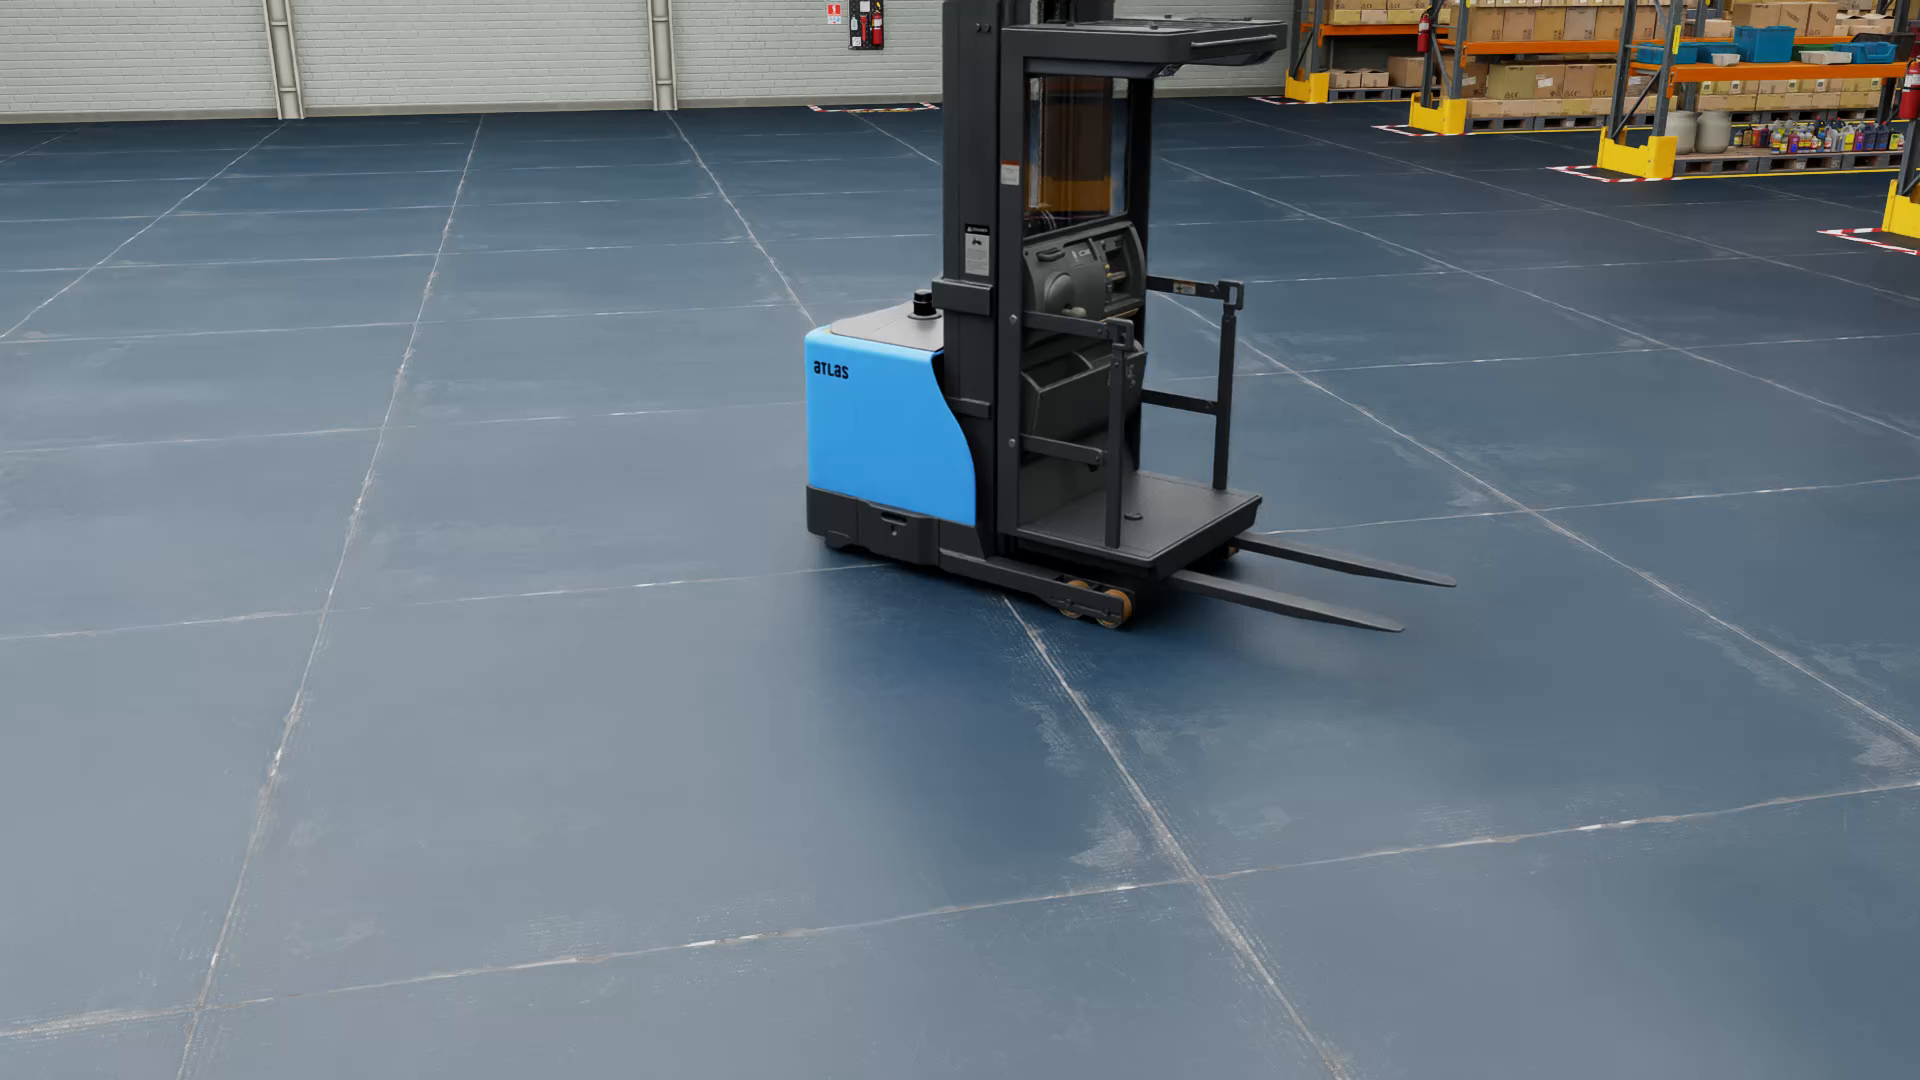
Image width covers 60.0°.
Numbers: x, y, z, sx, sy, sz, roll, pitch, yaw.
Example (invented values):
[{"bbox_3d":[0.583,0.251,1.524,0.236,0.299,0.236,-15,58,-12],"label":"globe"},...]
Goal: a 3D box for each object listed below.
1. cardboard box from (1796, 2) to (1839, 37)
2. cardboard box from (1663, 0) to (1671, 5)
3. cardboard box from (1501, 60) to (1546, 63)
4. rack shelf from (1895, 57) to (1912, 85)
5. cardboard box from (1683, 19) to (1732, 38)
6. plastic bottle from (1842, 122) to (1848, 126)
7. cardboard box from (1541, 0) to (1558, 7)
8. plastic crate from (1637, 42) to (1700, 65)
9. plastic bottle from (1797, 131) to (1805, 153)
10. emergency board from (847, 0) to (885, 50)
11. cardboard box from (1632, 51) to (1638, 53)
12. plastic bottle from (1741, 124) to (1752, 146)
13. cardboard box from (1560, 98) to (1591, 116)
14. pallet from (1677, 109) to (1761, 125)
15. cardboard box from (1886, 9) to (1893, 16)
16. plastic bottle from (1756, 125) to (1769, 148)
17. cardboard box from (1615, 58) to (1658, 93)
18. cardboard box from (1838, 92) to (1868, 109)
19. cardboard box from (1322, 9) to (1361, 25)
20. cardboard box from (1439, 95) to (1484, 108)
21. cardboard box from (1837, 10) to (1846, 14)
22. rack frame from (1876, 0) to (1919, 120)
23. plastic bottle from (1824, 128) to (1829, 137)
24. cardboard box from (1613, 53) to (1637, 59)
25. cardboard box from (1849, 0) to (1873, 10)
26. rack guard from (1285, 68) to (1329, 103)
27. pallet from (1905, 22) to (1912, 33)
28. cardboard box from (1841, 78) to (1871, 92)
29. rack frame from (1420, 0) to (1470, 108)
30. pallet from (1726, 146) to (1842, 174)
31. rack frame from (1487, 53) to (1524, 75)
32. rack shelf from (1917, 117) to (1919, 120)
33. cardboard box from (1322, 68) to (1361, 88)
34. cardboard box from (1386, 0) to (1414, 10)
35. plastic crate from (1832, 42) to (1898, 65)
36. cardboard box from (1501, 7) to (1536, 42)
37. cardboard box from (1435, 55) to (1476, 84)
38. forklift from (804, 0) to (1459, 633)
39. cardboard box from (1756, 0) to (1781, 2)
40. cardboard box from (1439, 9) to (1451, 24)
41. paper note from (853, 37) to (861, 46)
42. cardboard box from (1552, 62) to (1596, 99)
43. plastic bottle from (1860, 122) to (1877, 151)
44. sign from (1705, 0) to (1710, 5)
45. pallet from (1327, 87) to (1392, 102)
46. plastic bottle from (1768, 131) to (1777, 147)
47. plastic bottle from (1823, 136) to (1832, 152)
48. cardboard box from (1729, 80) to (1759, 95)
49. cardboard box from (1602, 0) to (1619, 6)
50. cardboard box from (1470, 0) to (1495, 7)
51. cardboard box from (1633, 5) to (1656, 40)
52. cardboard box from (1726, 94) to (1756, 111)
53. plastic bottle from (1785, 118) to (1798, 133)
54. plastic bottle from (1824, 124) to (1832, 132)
[{"bbox_3d":[13.469,-8.240,26.304,0.500,0.500,0.500,-6,21,-15],"label":"cardboard box"},{"bbox_3d":[10.750,-8.254,25.399,0.250,0.149,0.380,-5,21,-14],"label":"cardboard box"},{"bbox_3d":[8.736,-7.183,25.859,0.500,0.500,0.500,-5,21,-12],"label":"cardboard box"},{"bbox_3d":[14.288,-6.177,21.863,4.000,0.370,1.077,-5,21,-12],"label":"rack shelf"},{"bbox_3d":[11.675,-7.998,26.006,0.500,0.250,0.500,-3,20,-9],"label":"cardboard box"},{"bbox_3d":[11.623,-5.371,21.937,0.135,0.276,0.152,-4,20,-11],"label":"plastic bottle"},{"bbox_3d":[8.749,-8.091,24.954,0.250,0.149,0.380,-5,21,-14],"label":"cardboard box"},{"bbox_3d":[8.868,-6.110,20.850,0.616,0.251,0.499,-5,21,-12],"label":"plastic crate"},{"bbox_3d":[10.619,-5.032,21.017,0.097,0.271,0.097,0,20,0],"label":"plastic bottle"},{"bbox_3d":[-1.601,-9.044,28.642,0.643,1.169,0.194,-5,21,-12],"label":"emergency board"},{"bbox_3d":[12.697,-9.276,31.180,0.500,0.250,0.500,-4,21,-11],"label":"cardboard box"},{"bbox_3d":[10.245,-5.279,21.674,0.133,0.283,0.061,-4,21,-11],"label":"plastic bottle"},{"bbox_3d":[9.346,-6.691,25.606,0.500,0.250,0.500,-5,21,-12],"label":"cardboard box"},{"bbox_3d":[11.914,-6.777,26.509,1.213,0.211,1.003,-5,21,-12],"label":"pallet"},{"bbox_3d":[17.584,-10.076,31.796,0.250,0.149,0.380,-4,21,-12],"label":"cardboard box"},{"bbox_3d":[10.413,-5.239,21.564,0.133,0.283,0.061,-5,21,-12],"label":"plastic bottle"},{"bbox_3d":[10.683,-7.341,26.292,0.500,0.500,0.500,-5,21,-12],"label":"cardboard box"},{"bbox_3d":[14.142,-7.073,26.648,0.500,0.250,0.500,-5,21,-13],"label":"cardboard box"},{"bbox_3d":[6.718,-9.228,29.333,0.500,0.250,0.500,-5,21,-14],"label":"cardboard box"},{"bbox_3d":[7.767,-6.746,25.756,0.500,0.250,0.500,-5,21,-12],"label":"cardboard box"},{"bbox_3d":[16.585,-10.005,31.603,0.250,0.149,0.380,-5,21,-12],"label":"cardboard box"},{"bbox_3d":[15.099,-8.332,26.698,0.127,3.000,1.000,-5,21,-12],"label":"rack frame"},{"bbox_3d":[11.097,-5.124,21.250,0.133,0.283,0.061,-5,21,-12],"label":"plastic bottle"},{"bbox_3d":[12.261,-8.897,31.237,0.500,0.500,0.700,-5,21,-13],"label":"cardboard box"},{"bbox_3d":[16.962,-10.338,31.567,0.500,0.500,0.500,-4,21,-12],"label":"cardboard box"},{"bbox_3d":[6.244,-8.189,29.942,0.348,0.500,1.175,-5,21,-12],"label":"rack guard"},{"bbox_3d":[15.742,-8.319,26.942,1.003,0.211,1.213,-5,21,-12],"label":"pallet"},{"bbox_3d":[14.141,-7.334,26.546,0.500,0.311,0.500,-5,21,-13],"label":"cardboard box"},{"bbox_3d":[7.313,-7.698,24.970,0.127,3.000,1.000,-5,21,-12],"label":"rack frame"},{"bbox_3d":[10.489,-4.910,21.413,1.213,0.211,1.003,-5,21,-12],"label":"pallet"},{"bbox_3d":[10.062,-9.673,30.360,0.127,3.000,1.000,-5,21,-12],"label":"rack frame"},{"bbox_3d":[11.536,-4.203,16.473,4.000,0.370,1.077,-5,21,-12],"label":"rack shelf"},{"bbox_3d":[6.864,-8.325,29.950,0.500,0.311,0.500,-7,21,-19],"label":"cardboard box"},{"bbox_3d":[7.691,-9.659,29.421,0.500,0.500,0.500,-5,21,-14],"label":"cardboard box"},{"bbox_3d":[11.328,-6.108,20.845,0.616,0.251,0.499,-5,21,-12],"label":"plastic crate"},{"bbox_3d":[8.281,-7.821,25.160,0.500,0.500,0.700,-4,21,-11],"label":"cardboard box"},{"bbox_3d":[9.062,-8.610,30.453,0.500,0.500,0.500,-6,21,-17],"label":"cardboard box"},{"bbox_3d":[0.733,-1.199,7.325,3.031,2.935,1.130,14,24,33],"label":"forklift"},{"bbox_3d":[14.998,-10.177,31.128,0.500,0.500,0.500,-4,20,-11],"label":"cardboard box"},{"bbox_3d":[8.699,-9.391,29.780,0.500,0.250,0.500,-5,21,-13],"label":"cardboard box"},{"bbox_3d":[-1.789,-8.639,28.818,0.142,0.148,0.016,-5,21,-12],"label":"paper note"},{"bbox_3d":[9.347,-7.043,25.476,0.500,0.500,0.500,-5,21,-12],"label":"cardboard box"},{"bbox_3d":[11.595,-5.157,21.243,0.185,0.351,0.144,-6,21,-15],"label":"plastic bottle"},{"bbox_3d":[11.335,-8.273,25.165,0.005,0.325,0.100,-5,21,-12],"label":"sign"},{"bbox_3d":[7.042,-8.105,30.135,1.213,0.211,1.003,-5,21,-12],"label":"pallet"},{"bbox_3d":[10.569,-5.206,21.595,0.097,0.201,0.097,0,20,0],"label":"plastic bottle"},{"bbox_3d":[11.013,-5.031,21.117,0.097,0.201,0.097,0,20,0],"label":"plastic bottle"},{"bbox_3d":[12.154,-7.172,26.103,0.500,0.311,0.500,-5,21,-13],"label":"cardboard box"},{"bbox_3d":[9.755,-8.173,25.178,0.250,0.149,0.380,-4,21,-11],"label":"cardboard box"},{"bbox_3d":[7.745,-8.009,24.729,0.250,0.149,0.380,-5,21,-13],"label":"cardboard box"},{"bbox_3d":[10.264,-7.981,25.595,0.500,0.500,0.700,-5,21,-13],"label":"cardboard box"},{"bbox_3d":[12.153,-6.910,26.205,0.500,0.250,0.500,-4,21,-11],"label":"cardboard box"},{"bbox_3d":[10.864,-5.346,21.759,0.185,0.351,0.144,-5,21,-13],"label":"plastic bottle"},{"bbox_3d":[11.348,-5.305,21.764,0.097,0.271,0.097,0,20,0],"label":"plastic bottle"}]
